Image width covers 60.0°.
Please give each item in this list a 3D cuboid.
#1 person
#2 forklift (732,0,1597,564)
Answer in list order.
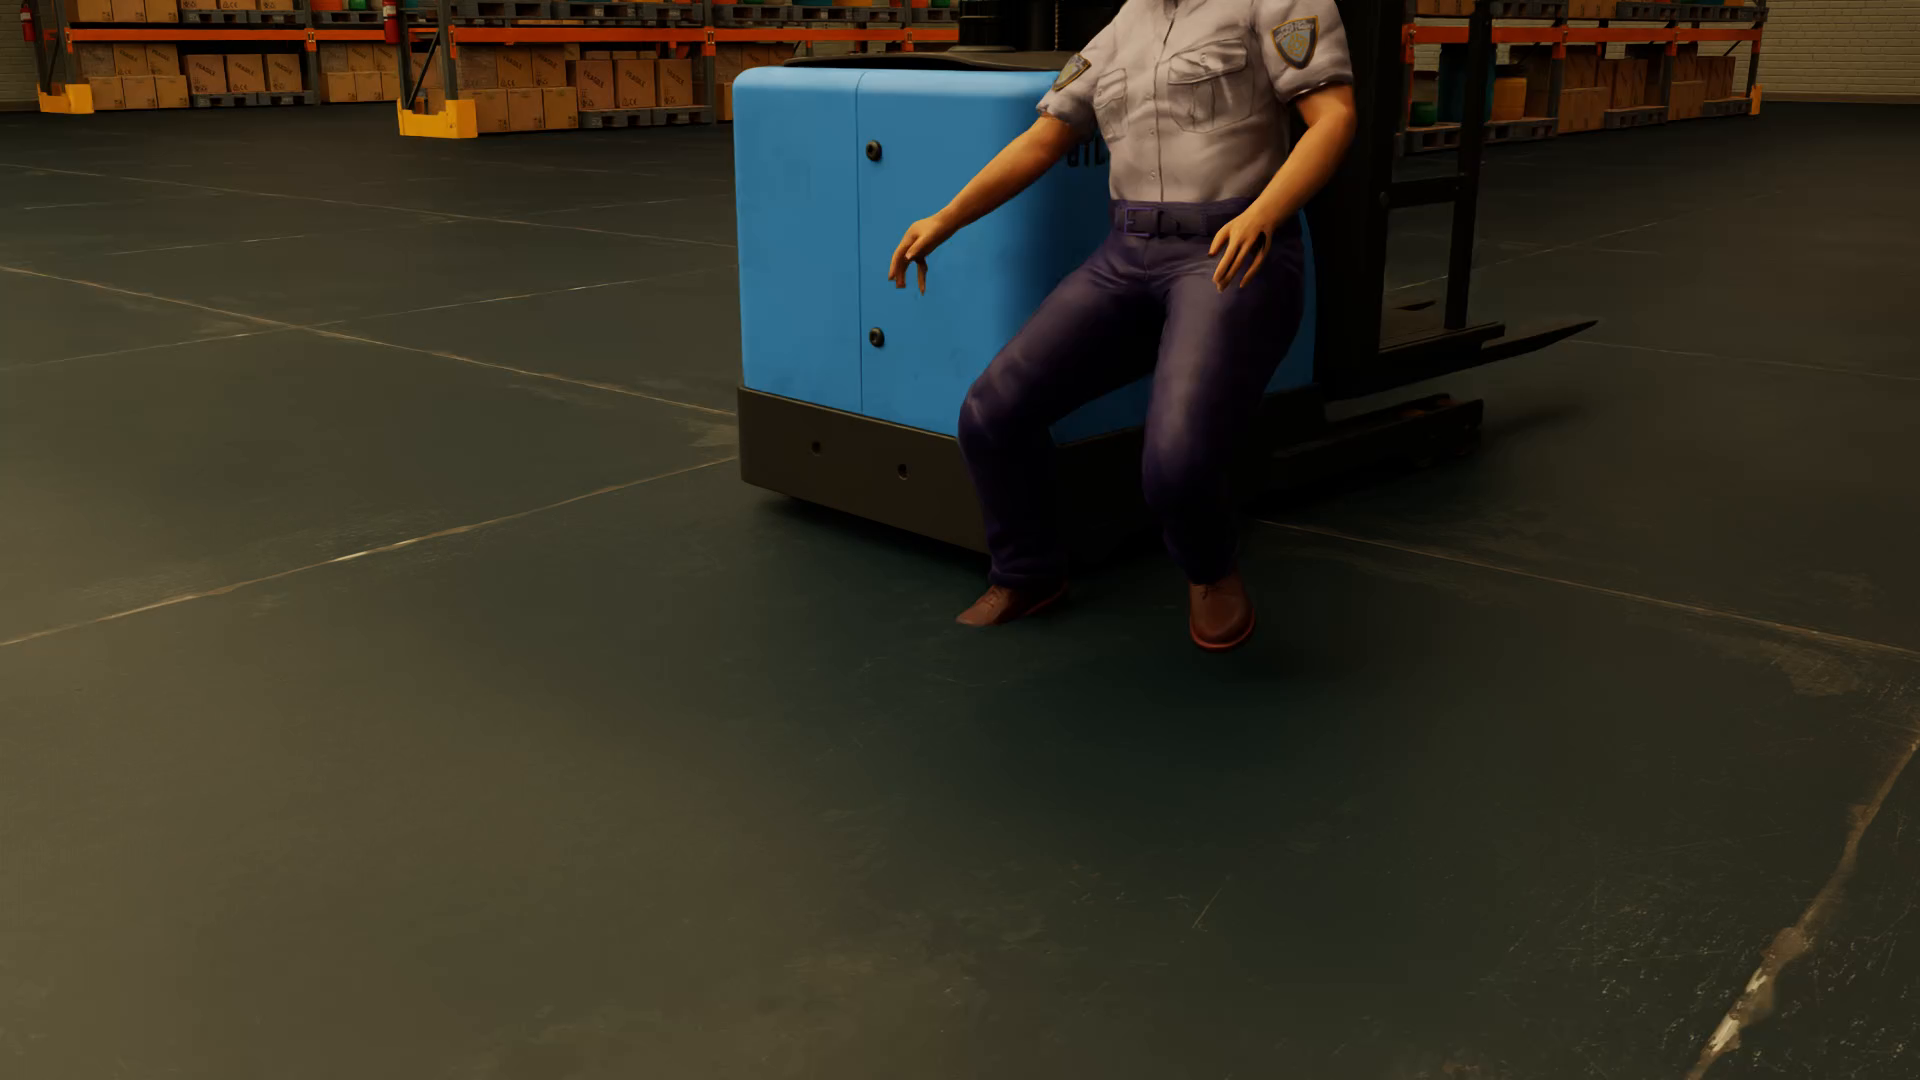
[{"bbox_3d":[0.281,-0.467,2.986,0.594,1.556,0.779,-14,22,-38],"label":"person"},{"bbox_3d":[0.847,-1.696,4.481,3.031,2.935,1.130,-16,23,-42],"label":"forklift"}]
